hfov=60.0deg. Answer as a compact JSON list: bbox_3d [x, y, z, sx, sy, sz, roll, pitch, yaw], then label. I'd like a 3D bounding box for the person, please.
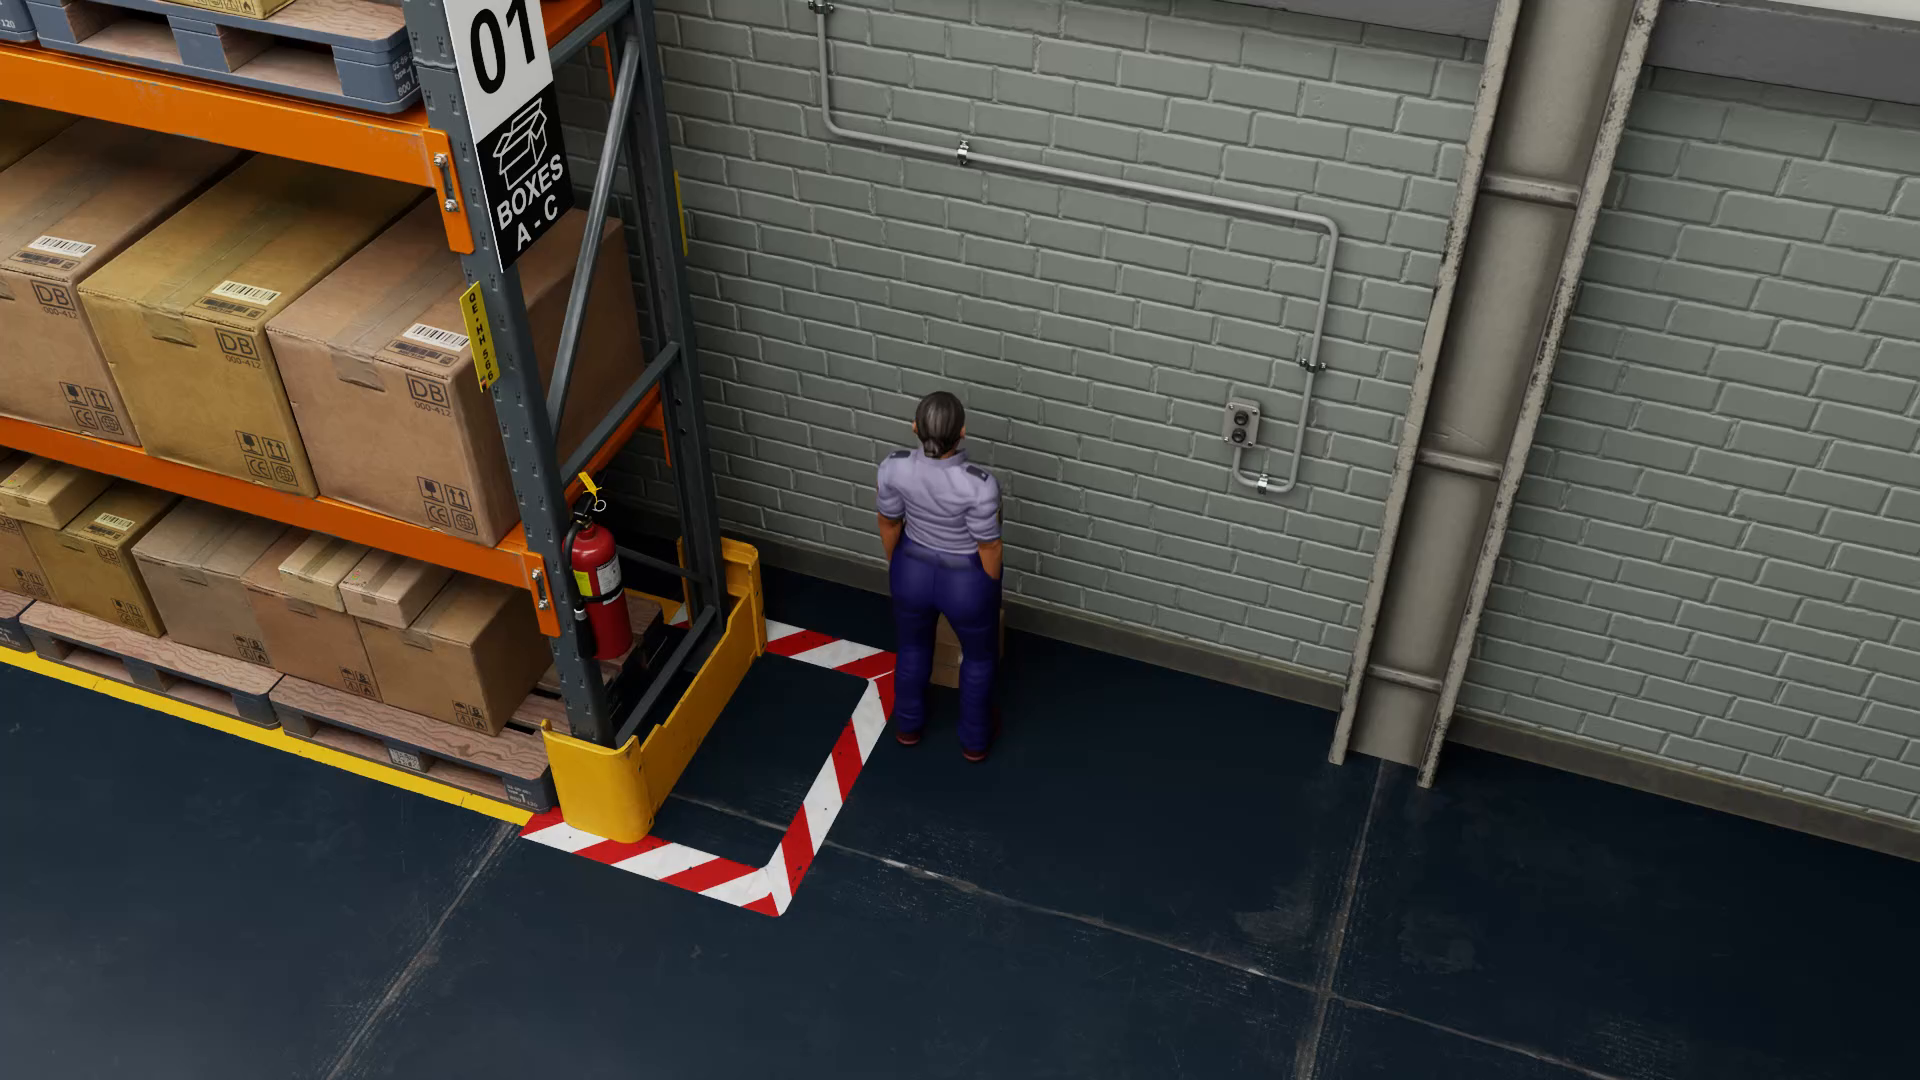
[{"bbox_3d":[-0.062,0.129,6.032,0.467,1.643,0.343,13,43,14],"label":"person"}]
